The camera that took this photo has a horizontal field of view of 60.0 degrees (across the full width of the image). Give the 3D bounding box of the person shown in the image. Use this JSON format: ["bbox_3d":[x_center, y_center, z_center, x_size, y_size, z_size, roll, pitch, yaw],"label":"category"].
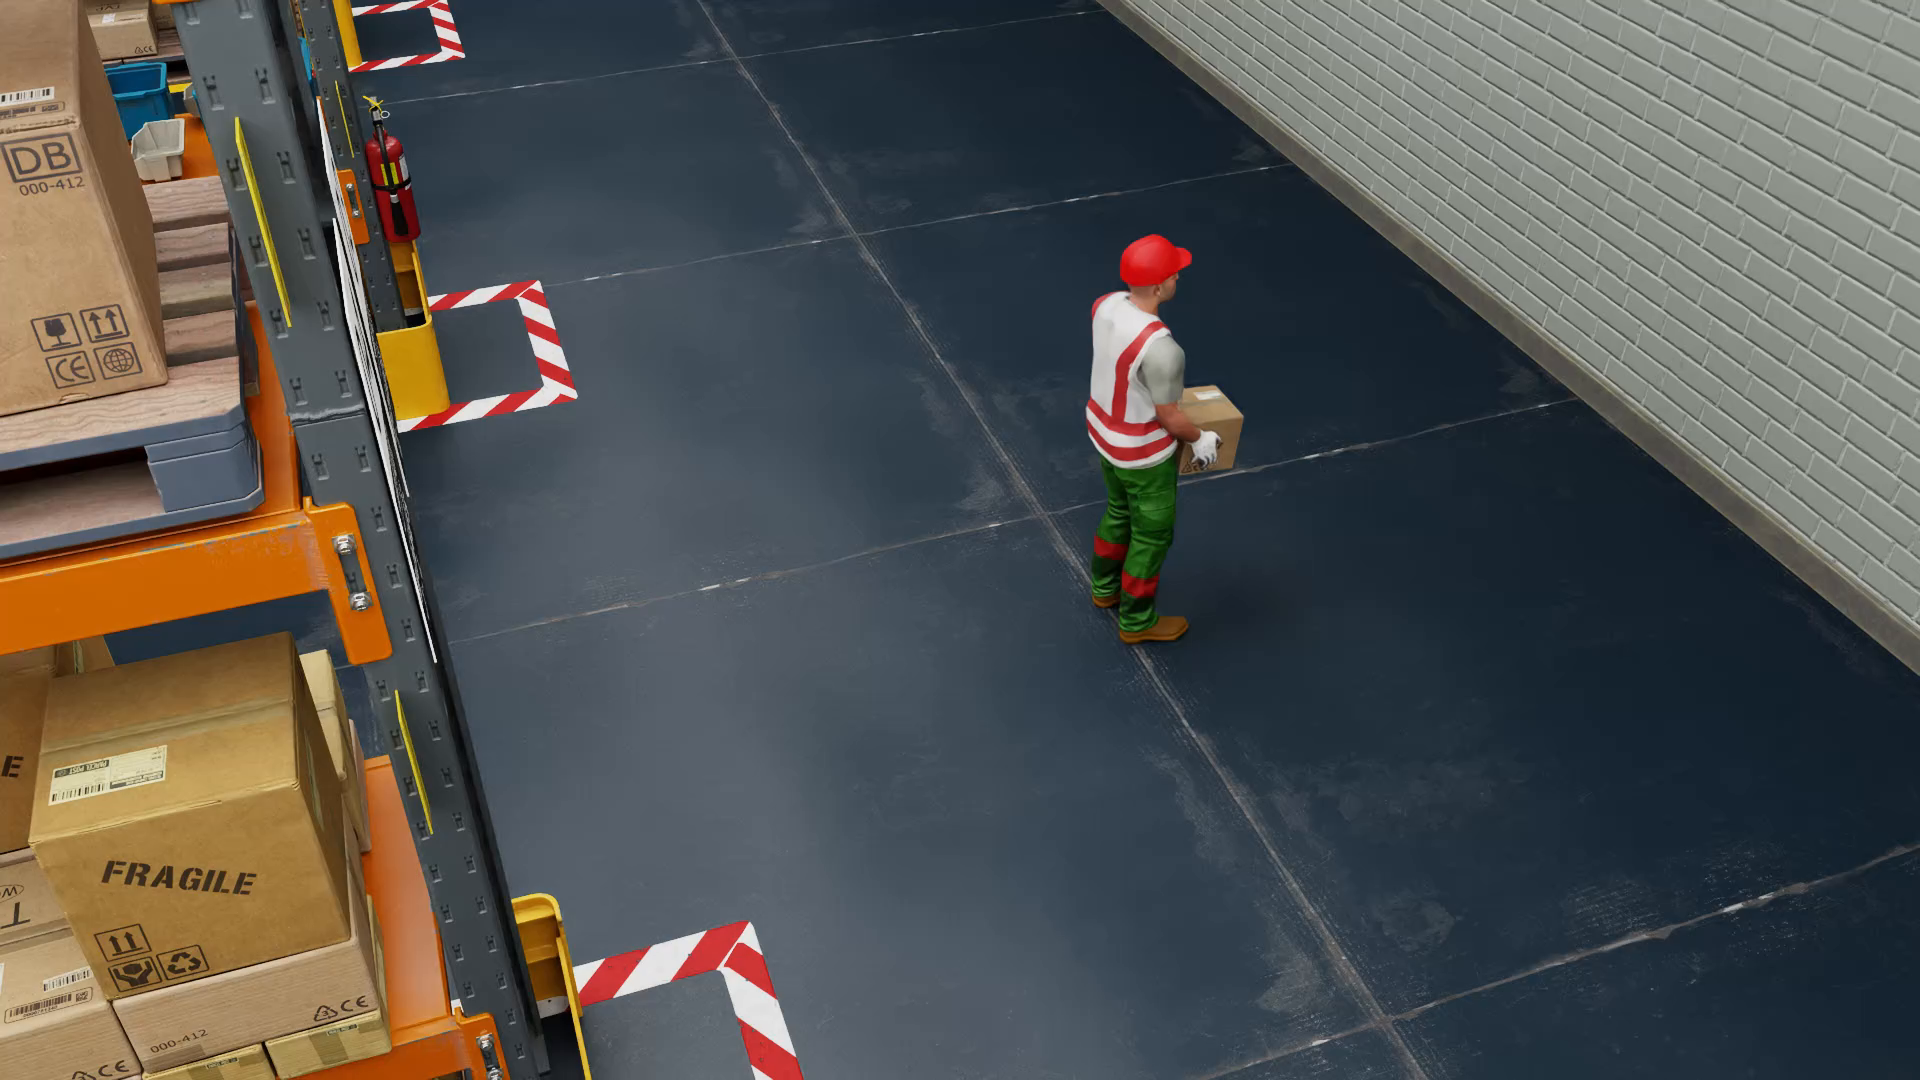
[{"bbox_3d":[0.759,-0.408,6.662,0.486,1.793,0.531,-13,39,-16],"label":"person"}]
